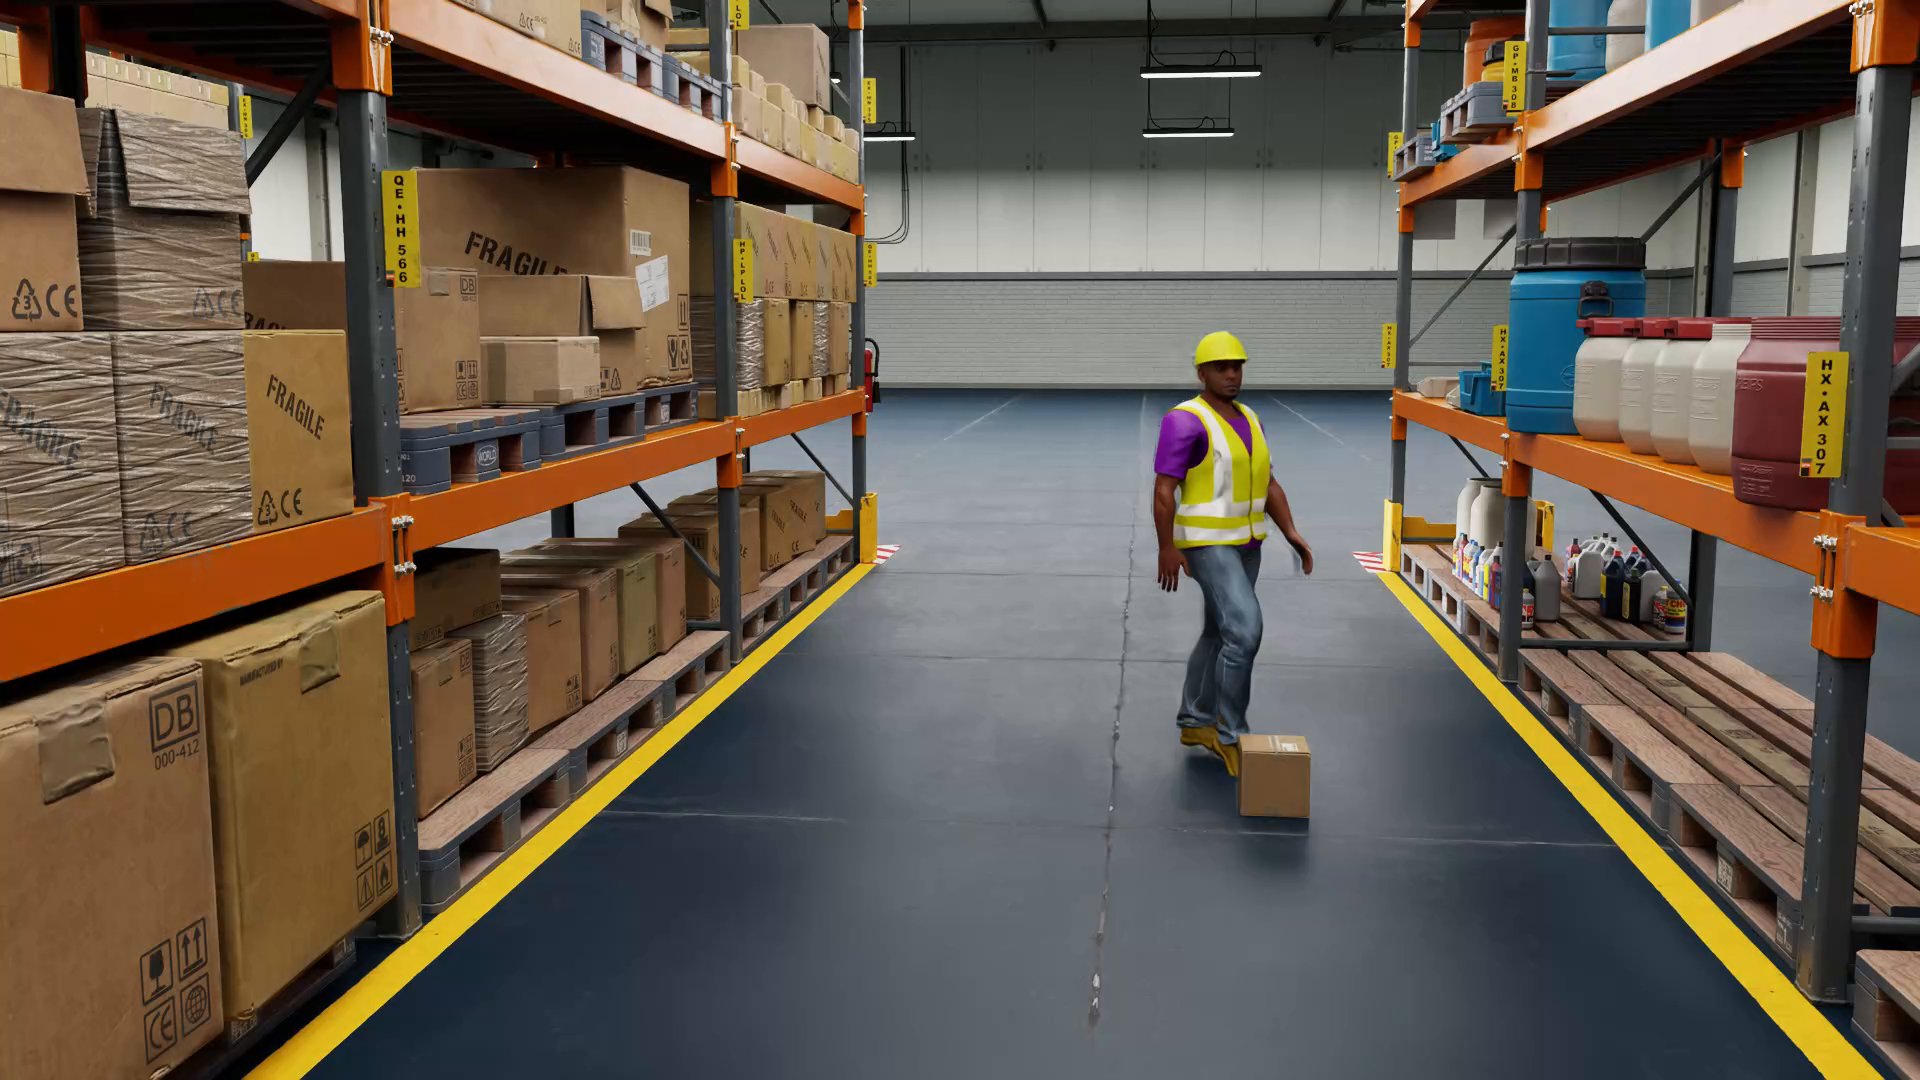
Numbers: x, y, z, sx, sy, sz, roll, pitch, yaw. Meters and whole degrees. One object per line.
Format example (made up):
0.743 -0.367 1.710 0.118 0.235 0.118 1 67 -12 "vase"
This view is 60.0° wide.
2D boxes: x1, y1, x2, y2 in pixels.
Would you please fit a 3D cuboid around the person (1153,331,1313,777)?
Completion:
1.113 0.073 6.842 0.529 1.850 0.589 7 10 41 "person"
